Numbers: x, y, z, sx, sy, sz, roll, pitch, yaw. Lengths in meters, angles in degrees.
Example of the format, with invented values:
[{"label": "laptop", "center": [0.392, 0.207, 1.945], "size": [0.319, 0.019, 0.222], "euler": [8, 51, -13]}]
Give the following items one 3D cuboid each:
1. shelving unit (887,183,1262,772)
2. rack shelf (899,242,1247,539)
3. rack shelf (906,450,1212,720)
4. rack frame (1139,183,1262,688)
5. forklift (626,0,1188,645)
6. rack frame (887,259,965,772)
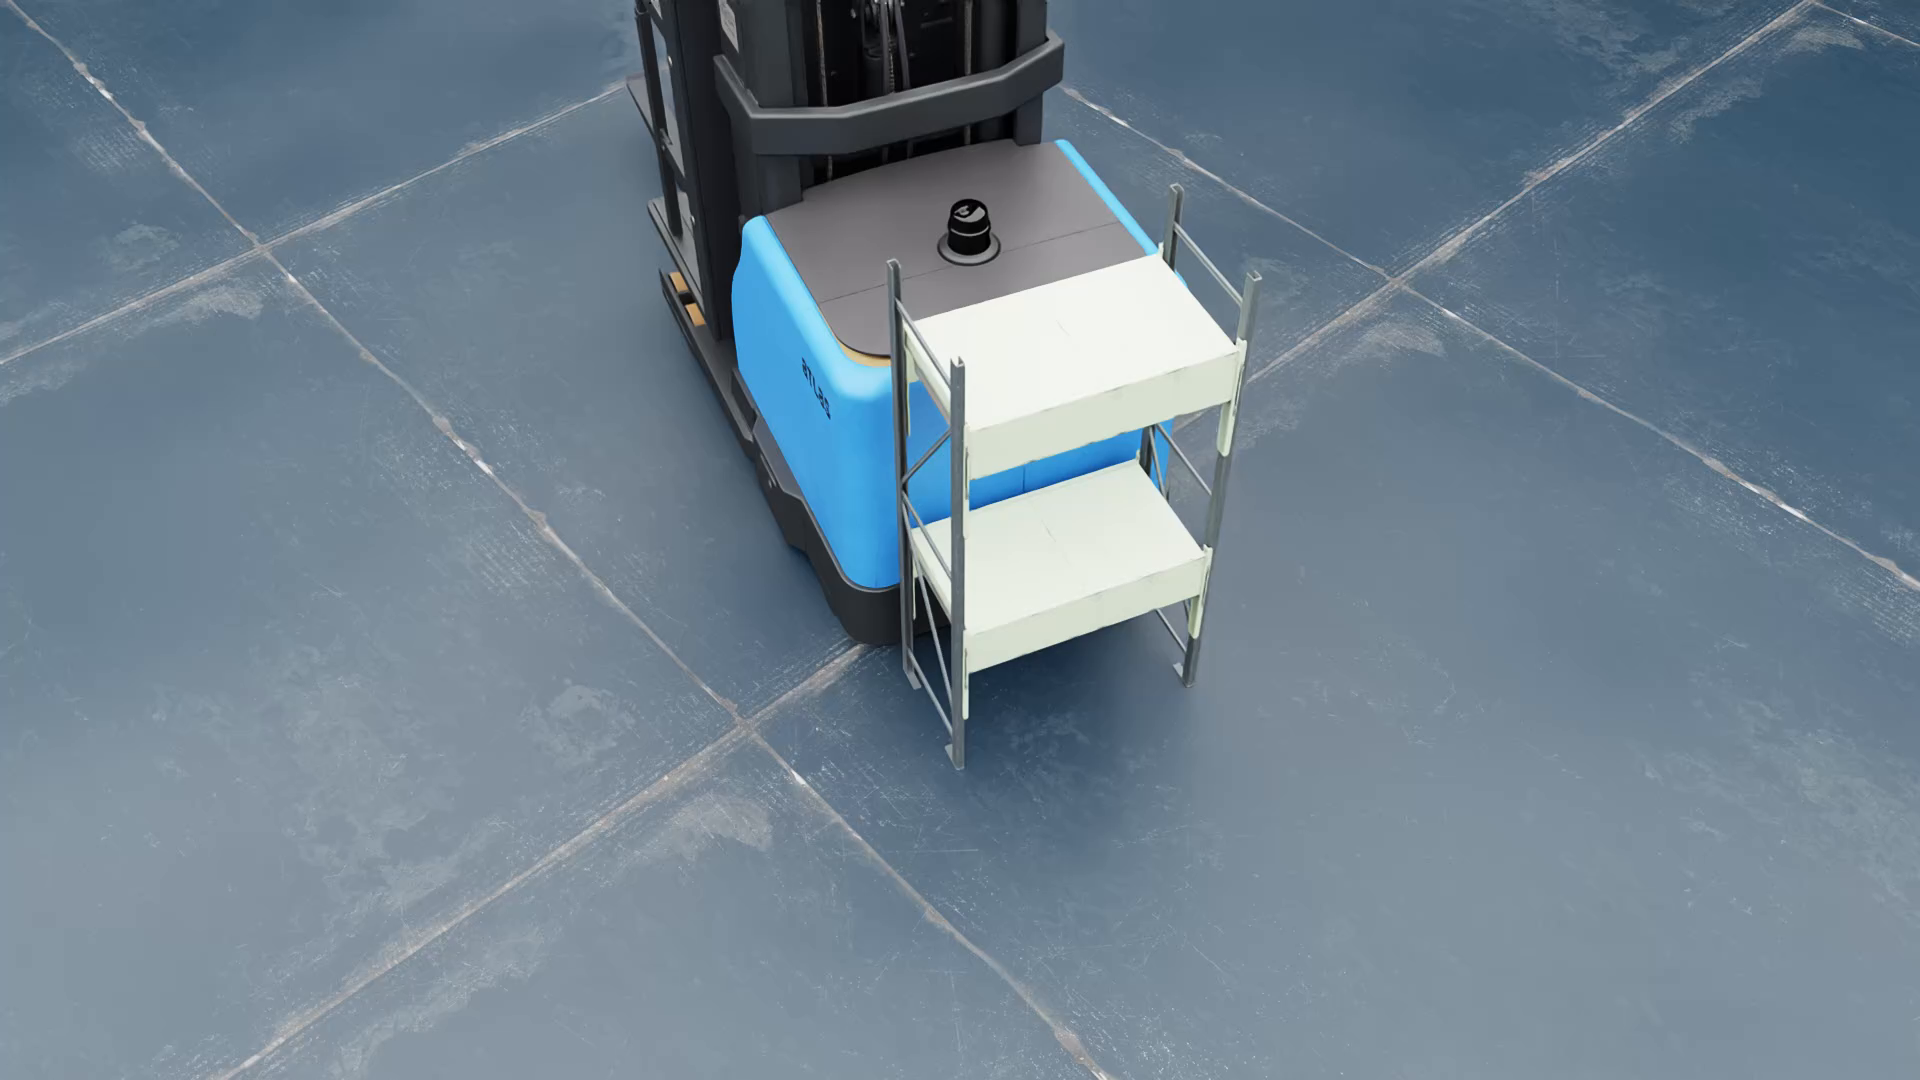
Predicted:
[{"label": "shelving unit", "center": [0.258, -0.105, 4.327], "size": [0.755, 1.500, 0.431], "euler": [-18, 50, -16]}, {"label": "rack shelf", "center": [0.258, -0.370, 4.040], "size": [0.720, 0.370, 0.431], "euler": [-18, 50, -16]}, {"label": "rack shelf", "center": [0.257, 0.115, 4.566], "size": [0.720, 0.370, 0.431], "euler": [-18, 50, -16]}, {"label": "rack frame", "center": [0.593, -0.213, 4.426], "size": [0.023, 1.500, 0.400], "euler": [-18, 50, -16]}, {"label": "forklift", "center": [-0.422, -1.785, 4.903], "size": [1.130, 2.935, 3.031], "euler": [-18, 50, -16]}, {"label": "rack frame", "center": [-0.078, 0.002, 4.227], "size": [0.023, 1.500, 0.400], "euler": [-18, 50, -16]}]
